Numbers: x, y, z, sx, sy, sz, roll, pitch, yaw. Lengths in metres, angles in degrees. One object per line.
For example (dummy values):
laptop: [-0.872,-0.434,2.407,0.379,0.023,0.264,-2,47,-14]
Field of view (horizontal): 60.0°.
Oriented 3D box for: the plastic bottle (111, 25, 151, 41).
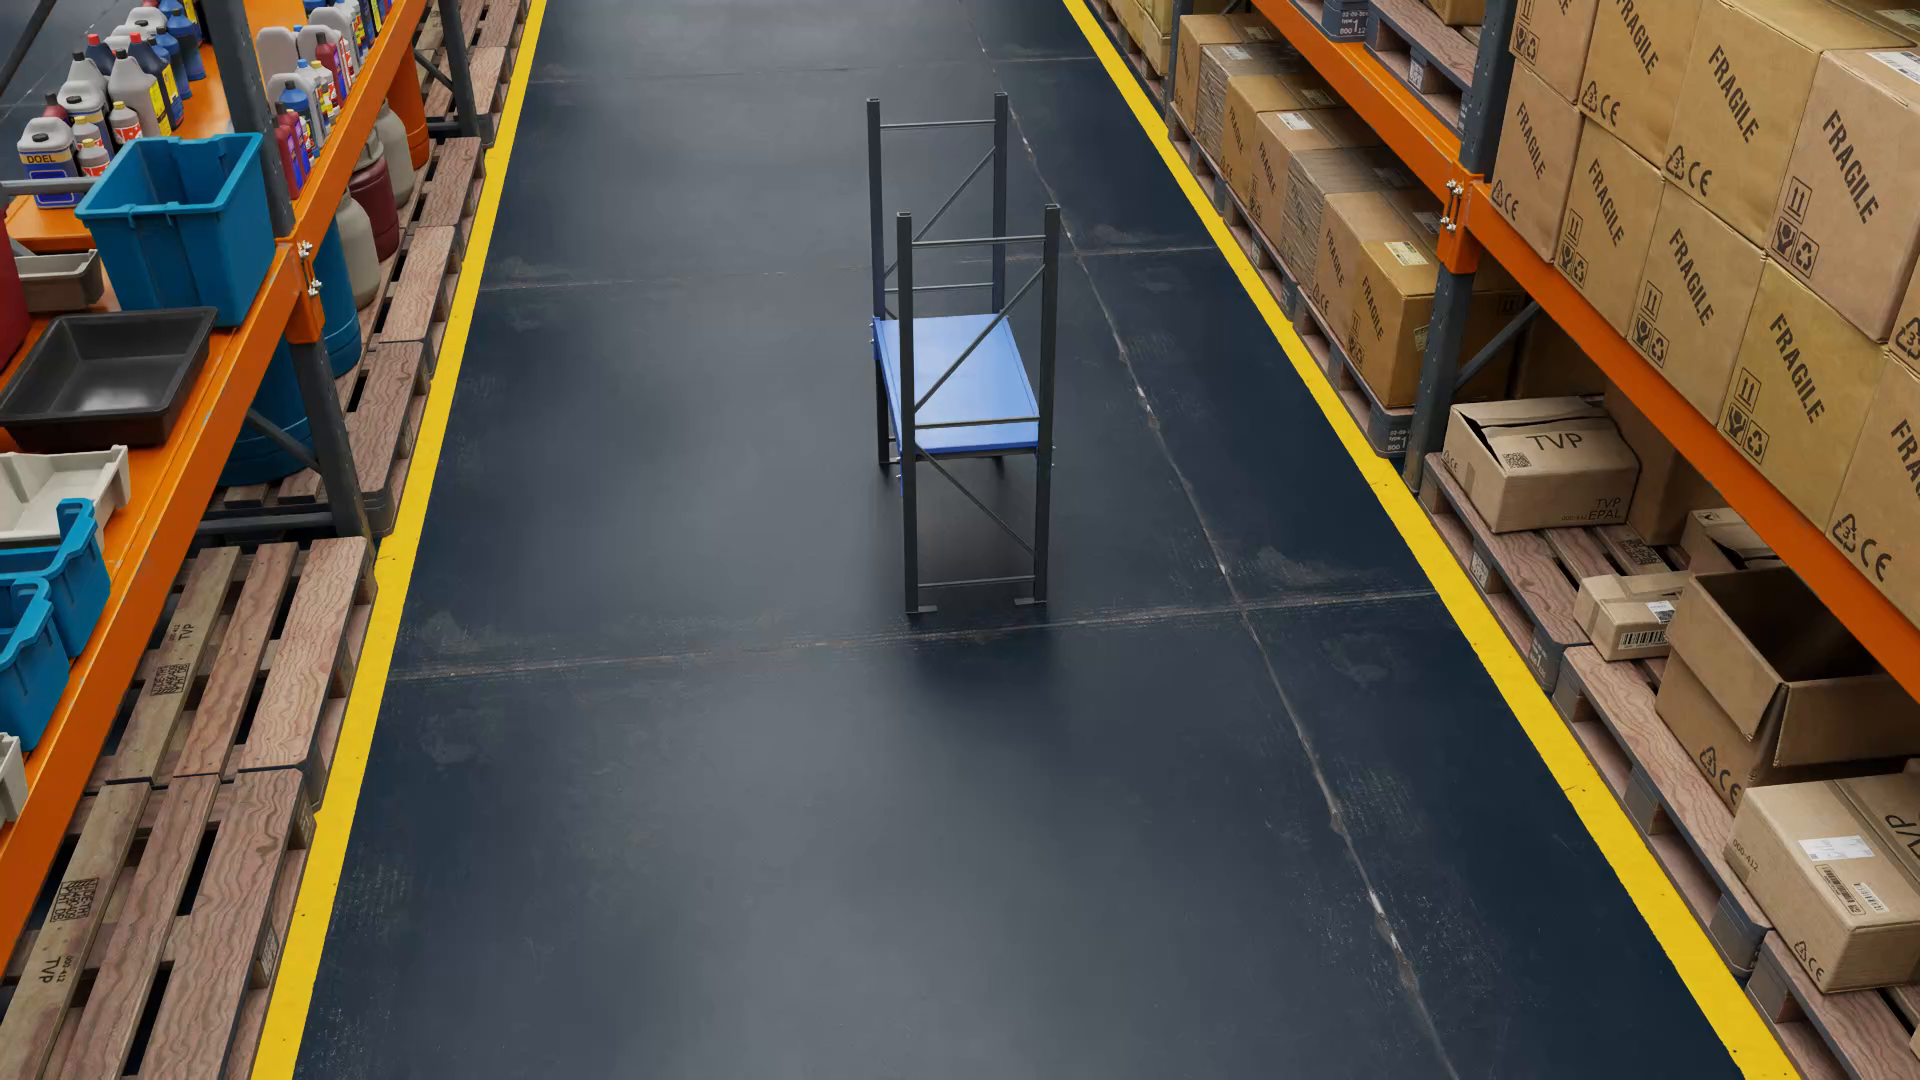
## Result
plastic bottle: [-3.160,-1.818,6.364,0.152,0.276,0.135,-4,35,-6]

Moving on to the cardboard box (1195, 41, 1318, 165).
cardboard box: [1.573,-2.300,8.790,0.500,0.500,0.500,-6,35,-8]

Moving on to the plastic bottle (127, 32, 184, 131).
plastic bottle: [-2.982,-1.695,6.117,0.144,0.351,0.185,-4,35,-6]

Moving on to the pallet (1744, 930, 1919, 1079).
pallet: [2.677,1.411,3.992,1.003,0.211,1.213,-4,35,-6]

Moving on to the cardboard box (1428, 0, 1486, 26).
cardboard box: [2.260,-2.361,6.590,0.700,0.500,0.500,1,34,1]

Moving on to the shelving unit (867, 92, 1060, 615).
shelving unit: [-0.011,-0.667,5.897,0.538,1.500,1.048,-4,35,-6]

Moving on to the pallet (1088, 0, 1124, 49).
pallet: [1.486,-3.708,11.503,1.003,0.211,1.213,-4,35,-6]

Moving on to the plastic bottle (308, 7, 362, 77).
plastic bottle: [-2.492,-1.995,6.624,0.152,0.276,0.135,-4,35,-6]

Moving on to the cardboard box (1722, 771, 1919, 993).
cardboard box: [2.380,0.883,4.341,0.500,0.250,0.500,-4,35,-6]

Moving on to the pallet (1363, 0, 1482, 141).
pallet: [2.258,-1.861,6.488,1.003,0.211,1.213,-4,35,-6]

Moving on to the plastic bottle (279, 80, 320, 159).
plastic bottle: [-2.343,-1.489,5.885,0.097,0.271,0.097,0,34,0]

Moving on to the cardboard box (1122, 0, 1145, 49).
cardboard box: [1.334,-3.318,10.524,0.500,0.250,0.500,-5,35,-7]

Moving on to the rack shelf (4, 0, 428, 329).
rack shelf: [-2.921,-1.932,7.060,1.077,0.370,4.000,-4,35,-6]

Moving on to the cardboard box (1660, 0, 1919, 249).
cardboard box: [2.180,-1.082,4.197,0.500,0.500,0.500,-5,35,-8]

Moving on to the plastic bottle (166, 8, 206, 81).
plastic bottle: [-3.070,-1.965,6.584,0.097,0.271,0.097,0,34,0]

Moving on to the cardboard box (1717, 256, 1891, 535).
cardboard box: [2.263,-0.374,4.046,0.500,0.500,0.500,-5,35,-7]

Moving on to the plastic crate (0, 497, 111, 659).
plastic crate: [-2.038,0.098,3.537,0.416,0.233,0.300,-4,35,-6]

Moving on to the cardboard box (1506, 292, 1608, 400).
cardboard box: [2.434,-0.923,6.770,0.500,0.500,0.500,-6,35,-9]

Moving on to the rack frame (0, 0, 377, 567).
rack frame: [-2.652,-1.113,5.220,1.000,3.000,0.127,-4,35,-6]

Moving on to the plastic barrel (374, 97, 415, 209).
plastic barrel: [-2.942,-1.911,8.226,0.421,0.512,0.421,0,34,0]

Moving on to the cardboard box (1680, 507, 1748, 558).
cardboard box: [2.725,0.011,5.711,0.380,0.149,0.250,-4,35,-6]

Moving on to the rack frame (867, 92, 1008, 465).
rack frame: [-0.080,-0.951,6.314,0.500,1.500,0.032,-4,35,-6]

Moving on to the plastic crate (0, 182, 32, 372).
plastic crate: [-2.780,-0.647,4.426,0.402,0.464,0.583,-4,35,-6]

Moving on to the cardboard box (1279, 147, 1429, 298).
cardboard box: [1.782,-1.445,7.536,0.500,0.500,0.500,-4,34,-6]

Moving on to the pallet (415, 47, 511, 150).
pallet: [-3.255,-2.628,9.919,1.003,0.211,1.213,-4,35,-6]

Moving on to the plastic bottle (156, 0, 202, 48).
plastic bottle: [-3.248,-2.196,6.852,0.144,0.351,0.185,-4,35,-6]

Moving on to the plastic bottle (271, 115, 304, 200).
plastic bottle: [-2.278,-1.302,5.600,0.061,0.283,0.133,-4,35,-6]

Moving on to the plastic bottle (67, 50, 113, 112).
plastic bottle: [-3.100,-1.581,5.950,0.144,0.351,0.185,-4,35,-6]

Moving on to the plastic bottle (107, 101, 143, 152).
plastic bottle: [-2.953,-1.450,5.891,0.097,0.201,0.097,0,34,0]

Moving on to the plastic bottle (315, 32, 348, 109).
plastic bottle: [-2.398,-1.797,6.328,0.061,0.283,0.133,-4,35,-6]

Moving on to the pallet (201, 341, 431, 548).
pallet: [-2.714,-0.395,6.642,1.003,0.211,1.213,-4,35,-6]

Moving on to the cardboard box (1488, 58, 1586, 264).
cardboard box: [2.056,-1.222,5.291,0.500,0.500,0.500,-4,34,-5]

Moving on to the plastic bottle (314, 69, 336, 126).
plastic bottle: [-2.387,-1.643,6.174,0.097,0.201,0.097,0,34,0]

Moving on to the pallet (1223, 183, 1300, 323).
pallet: [1.943,-1.467,8.216,1.003,0.211,1.213,-4,35,-6]

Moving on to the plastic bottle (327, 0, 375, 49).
plastic bottle: [-2.536,-2.224,6.894,0.144,0.351,0.185,-4,35,-6]

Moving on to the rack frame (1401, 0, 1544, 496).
rack frame: [2.257,-1.486,5.767,1.000,3.000,0.127,-4,35,-6]

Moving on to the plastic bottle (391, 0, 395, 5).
plastic bottle: [-2.592,-2.495,7.424,0.097,0.201,0.097,0,34,0]

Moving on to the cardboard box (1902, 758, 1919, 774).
cardboard box: [2.869,0.817,4.438,0.500,0.250,0.500,-4,35,-6]

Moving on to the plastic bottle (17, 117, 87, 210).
plastic bottle: [-3.025,-1.257,5.542,0.152,0.276,0.135,-4,35,-6]

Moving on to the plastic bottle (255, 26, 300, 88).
plastic bottle: [-2.612,-1.854,6.417,0.152,0.276,0.135,-4,35,-6]

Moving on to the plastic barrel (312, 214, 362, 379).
plastic barrel: [-2.803,-1.120,6.720,0.600,0.901,0.708,-4,35,-6]

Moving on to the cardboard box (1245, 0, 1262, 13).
cardboard box: [1.940,-3.302,10.002,0.500,0.311,0.500,-3,34,-5]
